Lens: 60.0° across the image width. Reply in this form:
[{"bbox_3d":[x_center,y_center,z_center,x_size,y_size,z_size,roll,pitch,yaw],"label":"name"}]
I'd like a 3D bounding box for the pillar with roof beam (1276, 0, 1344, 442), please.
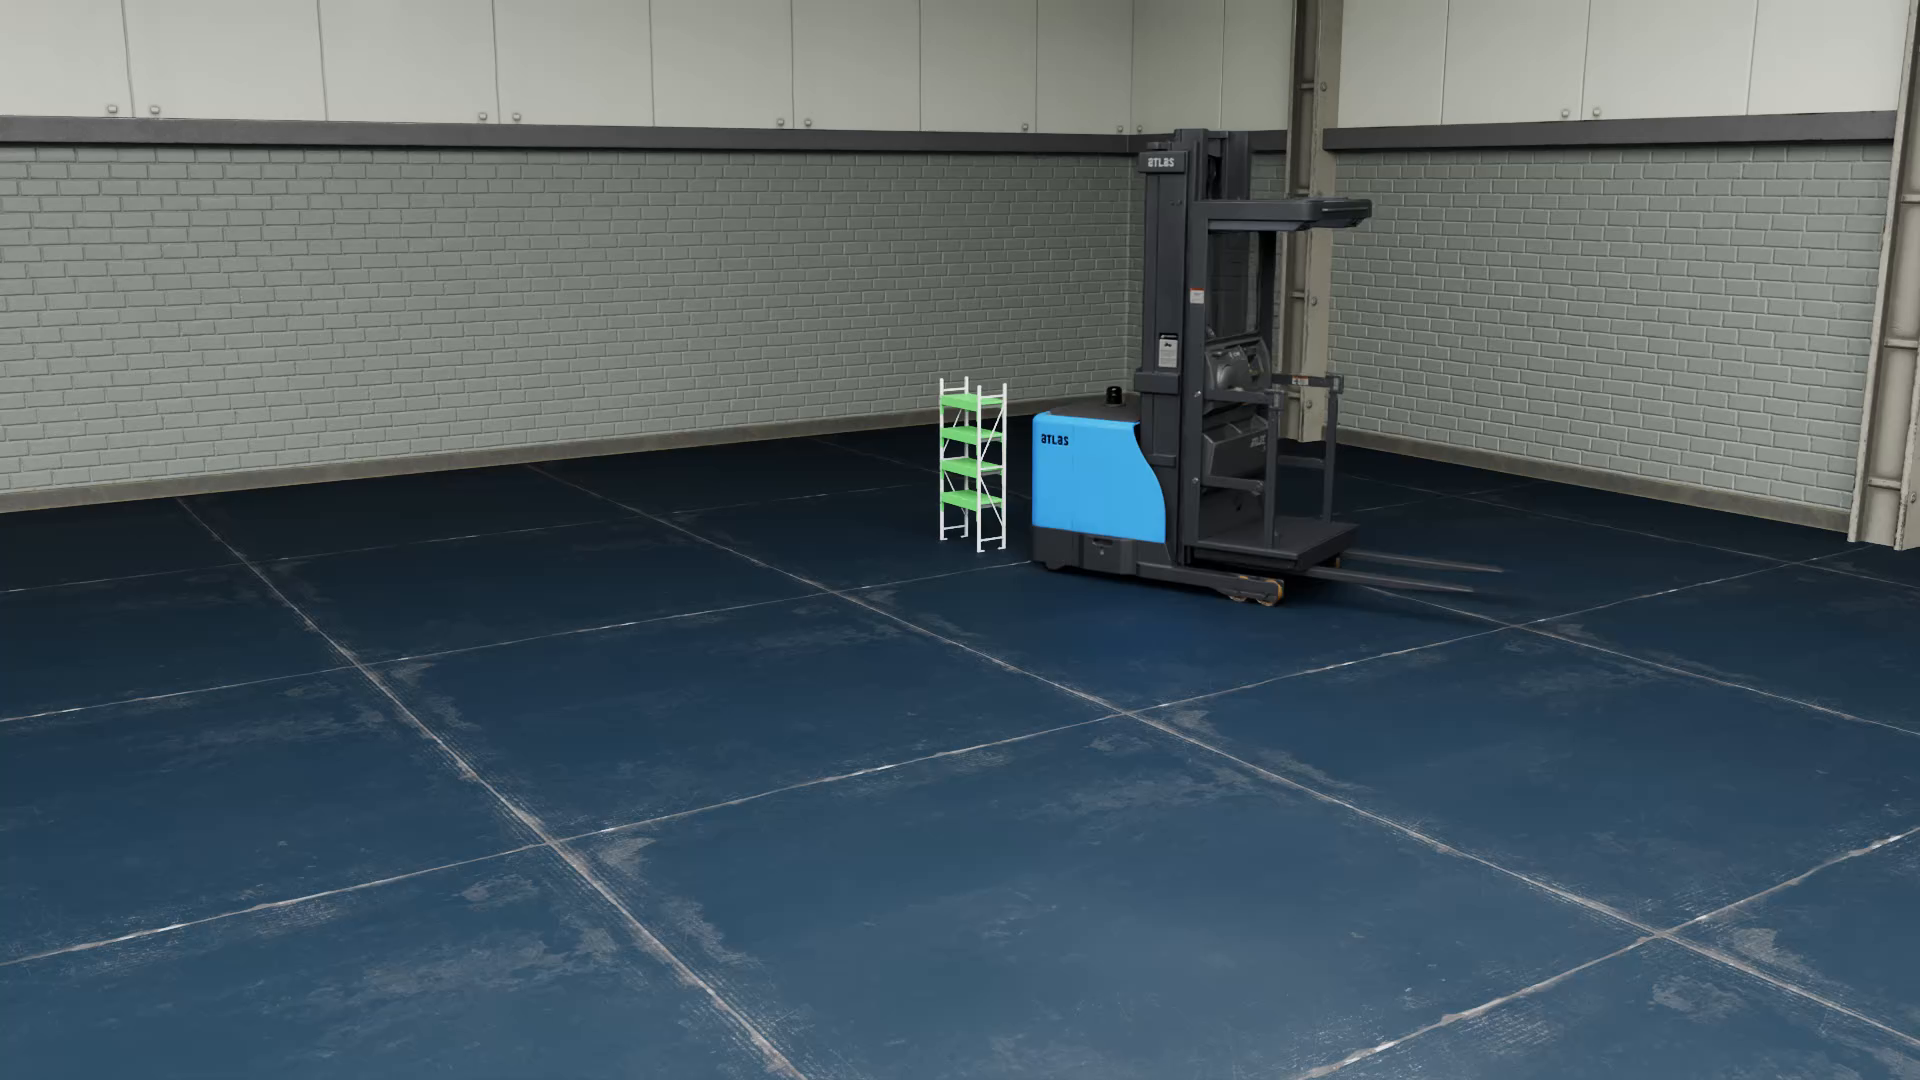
[{"bbox_3d":[-0.094,-4.930,13.844,9.100,9.000,0.400,-8,15,-33],"label":"pillar with roof beam"}]

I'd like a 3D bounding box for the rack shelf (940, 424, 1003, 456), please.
[{"bbox_3d":[0.092,-0.729,12.061,0.258,0.148,0.480,-8,15,-33],"label":"rack shelf"}]

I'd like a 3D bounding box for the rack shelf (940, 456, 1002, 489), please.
[{"bbox_3d":[0.092,-0.494,12.113,0.258,0.148,0.480,-8,15,-33],"label":"rack shelf"}]

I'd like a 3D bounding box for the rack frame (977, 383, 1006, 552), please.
[{"bbox_3d":[0.227,-0.513,11.901,0.240,1.200,0.015,-8,15,-33],"label":"rack frame"}]

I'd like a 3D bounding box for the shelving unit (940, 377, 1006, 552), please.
[{"bbox_3d":[0.092,-0.557,12.099,0.258,1.200,0.503,-8,15,-33],"label":"shelving unit"}]

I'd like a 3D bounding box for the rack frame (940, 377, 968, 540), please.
[{"bbox_3d":[-0.043,-0.600,12.297,0.240,1.200,0.015,-8,15,-33],"label":"rack frame"}]

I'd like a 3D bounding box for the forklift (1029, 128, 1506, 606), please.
[{"bbox_3d":[1.987,-1.145,10.739,3.031,2.935,1.130,8,15,33],"label":"forklift"}]

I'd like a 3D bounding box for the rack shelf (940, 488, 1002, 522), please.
[{"bbox_3d":[0.092,-0.260,12.164,0.258,0.148,0.480,-8,15,-33],"label":"rack shelf"}]

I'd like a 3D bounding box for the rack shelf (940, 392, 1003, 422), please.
[{"bbox_3d":[0.092,-0.963,12.010,0.258,0.148,0.480,-8,15,-33],"label":"rack shelf"}]

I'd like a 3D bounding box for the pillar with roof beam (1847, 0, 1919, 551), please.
[{"bbox_3d":[3.230,-3.863,8.964,9.100,9.000,0.400,-8,15,-33],"label":"pillar with roof beam"}]
